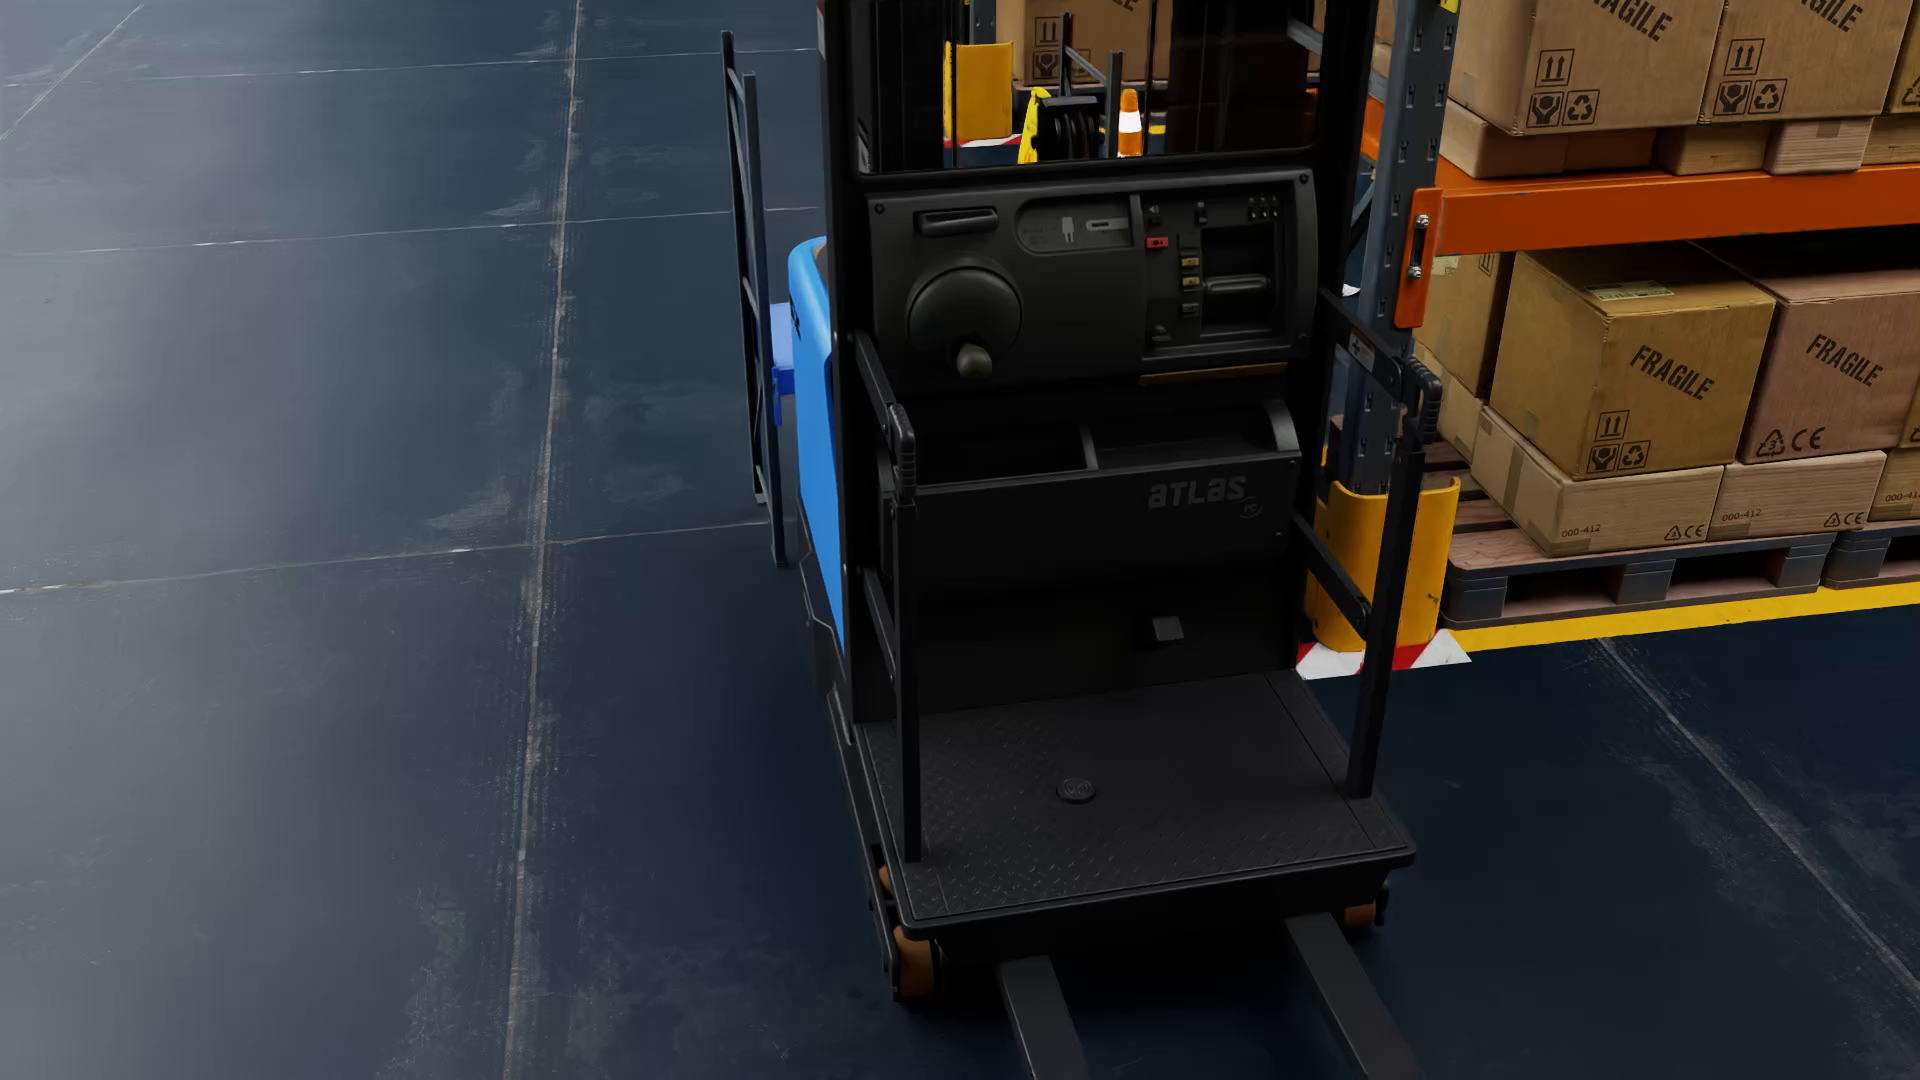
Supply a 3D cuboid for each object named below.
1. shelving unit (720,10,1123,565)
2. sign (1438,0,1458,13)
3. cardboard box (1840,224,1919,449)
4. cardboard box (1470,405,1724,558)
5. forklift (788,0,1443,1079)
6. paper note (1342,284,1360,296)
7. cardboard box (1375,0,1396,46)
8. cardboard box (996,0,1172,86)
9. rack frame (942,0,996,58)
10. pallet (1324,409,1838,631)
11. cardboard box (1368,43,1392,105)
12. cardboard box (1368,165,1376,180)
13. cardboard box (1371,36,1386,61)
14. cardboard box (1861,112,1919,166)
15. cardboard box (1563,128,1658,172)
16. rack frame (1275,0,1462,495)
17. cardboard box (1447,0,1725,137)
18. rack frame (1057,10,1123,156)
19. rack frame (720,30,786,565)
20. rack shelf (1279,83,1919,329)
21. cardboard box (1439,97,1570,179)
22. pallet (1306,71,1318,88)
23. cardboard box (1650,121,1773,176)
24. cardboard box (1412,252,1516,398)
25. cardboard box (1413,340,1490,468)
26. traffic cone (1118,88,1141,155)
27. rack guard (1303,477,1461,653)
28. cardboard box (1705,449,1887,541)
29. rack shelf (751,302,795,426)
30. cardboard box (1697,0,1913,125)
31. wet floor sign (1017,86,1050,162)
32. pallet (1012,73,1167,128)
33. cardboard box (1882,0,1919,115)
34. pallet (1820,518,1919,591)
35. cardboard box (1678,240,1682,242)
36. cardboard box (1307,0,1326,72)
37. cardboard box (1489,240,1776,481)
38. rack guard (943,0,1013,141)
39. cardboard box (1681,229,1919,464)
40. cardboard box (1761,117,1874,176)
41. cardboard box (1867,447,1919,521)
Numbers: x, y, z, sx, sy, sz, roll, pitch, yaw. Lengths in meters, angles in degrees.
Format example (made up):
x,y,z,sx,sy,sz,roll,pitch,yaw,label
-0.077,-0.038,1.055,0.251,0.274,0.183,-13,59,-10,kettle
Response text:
x,y,z,sx,sy,sz,roll,pitch,yaw,label
-0.120,-0.758,5.059,1.048,1.500,0.538,-7,31,-12,shelving unit
1.127,-1.372,3.770,0.005,0.325,0.100,-5,31,-9,sign
2.904,-0.618,4.900,0.500,0.500,0.500,-5,31,-8,cardboard box
1.872,-0.201,4.930,0.500,0.250,0.500,-6,31,-9,cardboard box
0.325,-0.487,3.187,1.130,2.935,3.031,-6,31,-10,forklift
1.600,-1.068,7.036,0.142,0.019,0.148,-17,34,-26,paper note
1.513,-1.627,4.666,0.500,0.500,0.500,-6,31,-10,cardboard box
0.693,-3.088,9.224,0.875,0.875,0.875,-5,31,-9,cardboard box
0.038,-3.728,8.631,0.127,3.000,1.000,-5,31,-9,rack frame
1.909,-0.131,5.264,1.213,0.211,1.003,-5,31,-9,pallet
1.358,-1.302,4.752,0.250,0.149,0.380,-4,31,-7,cardboard box
2.300,-1.616,7.501,0.797,0.503,0.637,23,37,33,cardboard box
2.455,-3.251,9.502,0.875,0.875,0.875,-5,31,-9,cardboard box
2.428,-1.143,4.483,0.250,0.149,0.380,-5,31,-8,cardboard box
1.646,-1.119,4.441,0.250,0.149,0.380,-5,31,-8,cardboard box
1.029,-1.269,4.449,0.127,3.000,1.000,-5,31,-9,rack frame
1.545,-1.345,4.187,0.500,0.500,0.500,-6,31,-10,cardboard box
0.373,-0.821,5.165,0.032,1.500,0.500,-7,31,-12,rack frame
-0.613,-0.695,4.952,0.032,1.500,0.500,-7,31,-12,rack frame
2.996,-1.142,4.942,4.000,0.370,1.077,-5,31,-9,rack shelf
1.400,-1.089,4.390,0.250,0.149,0.380,-5,31,-9,cardboard box
2.008,-2.747,9.714,1.213,0.211,1.003,-5,31,-9,pallet
1.921,-1.103,4.414,0.250,0.149,0.380,-6,31,-11,cardboard box
1.770,-0.791,5.195,0.500,0.500,0.500,-5,31,-9,cardboard box
1.799,-0.475,5.397,0.500,0.250,0.500,-5,31,-9,cardboard box
0.816,-1.975,8.152,0.334,0.463,0.336,-5,31,-9,traffic cone
1.103,-0.199,5.094,0.348,0.500,1.175,-5,31,-9,rack guard
2.375,-0.243,5.003,0.500,0.250,0.500,-4,31,-7,cardboard box
-0.120,-0.603,5.150,1.000,0.185,0.538,-7,31,-12,rack shelf
2.053,-1.394,4.270,0.500,0.500,0.500,-4,31,-7,cardboard box
0.366,-1.723,7.544,0.232,0.644,0.267,-11,32,-17,wet floor sign
0.810,-2.638,9.528,1.213,0.211,1.003,-5,31,-9,pallet
2.554,-1.441,4.350,0.500,0.500,0.500,-6,31,-10,cardboard box
3.106,-0.240,5.450,1.213,0.211,1.003,-5,31,-9,pallet
2.282,-0.841,5.279,0.500,0.500,0.500,-4,31,-7,cardboard box
1.558,-3.169,9.362,0.875,0.875,0.875,-6,31,-10,cardboard box
1.895,-0.526,4.744,0.500,0.500,0.500,-6,31,-11,cardboard box
0.014,-2.648,9.260,0.348,0.500,1.175,-5,31,-9,rack guard
2.409,-0.576,4.829,0.500,0.500,0.500,-6,31,-11,cardboard box
2.179,-1.103,4.414,0.250,0.149,0.380,-5,31,-8,cardboard box
2.910,-0.300,5.099,0.500,0.250,0.500,-3,31,-6,cardboard box
